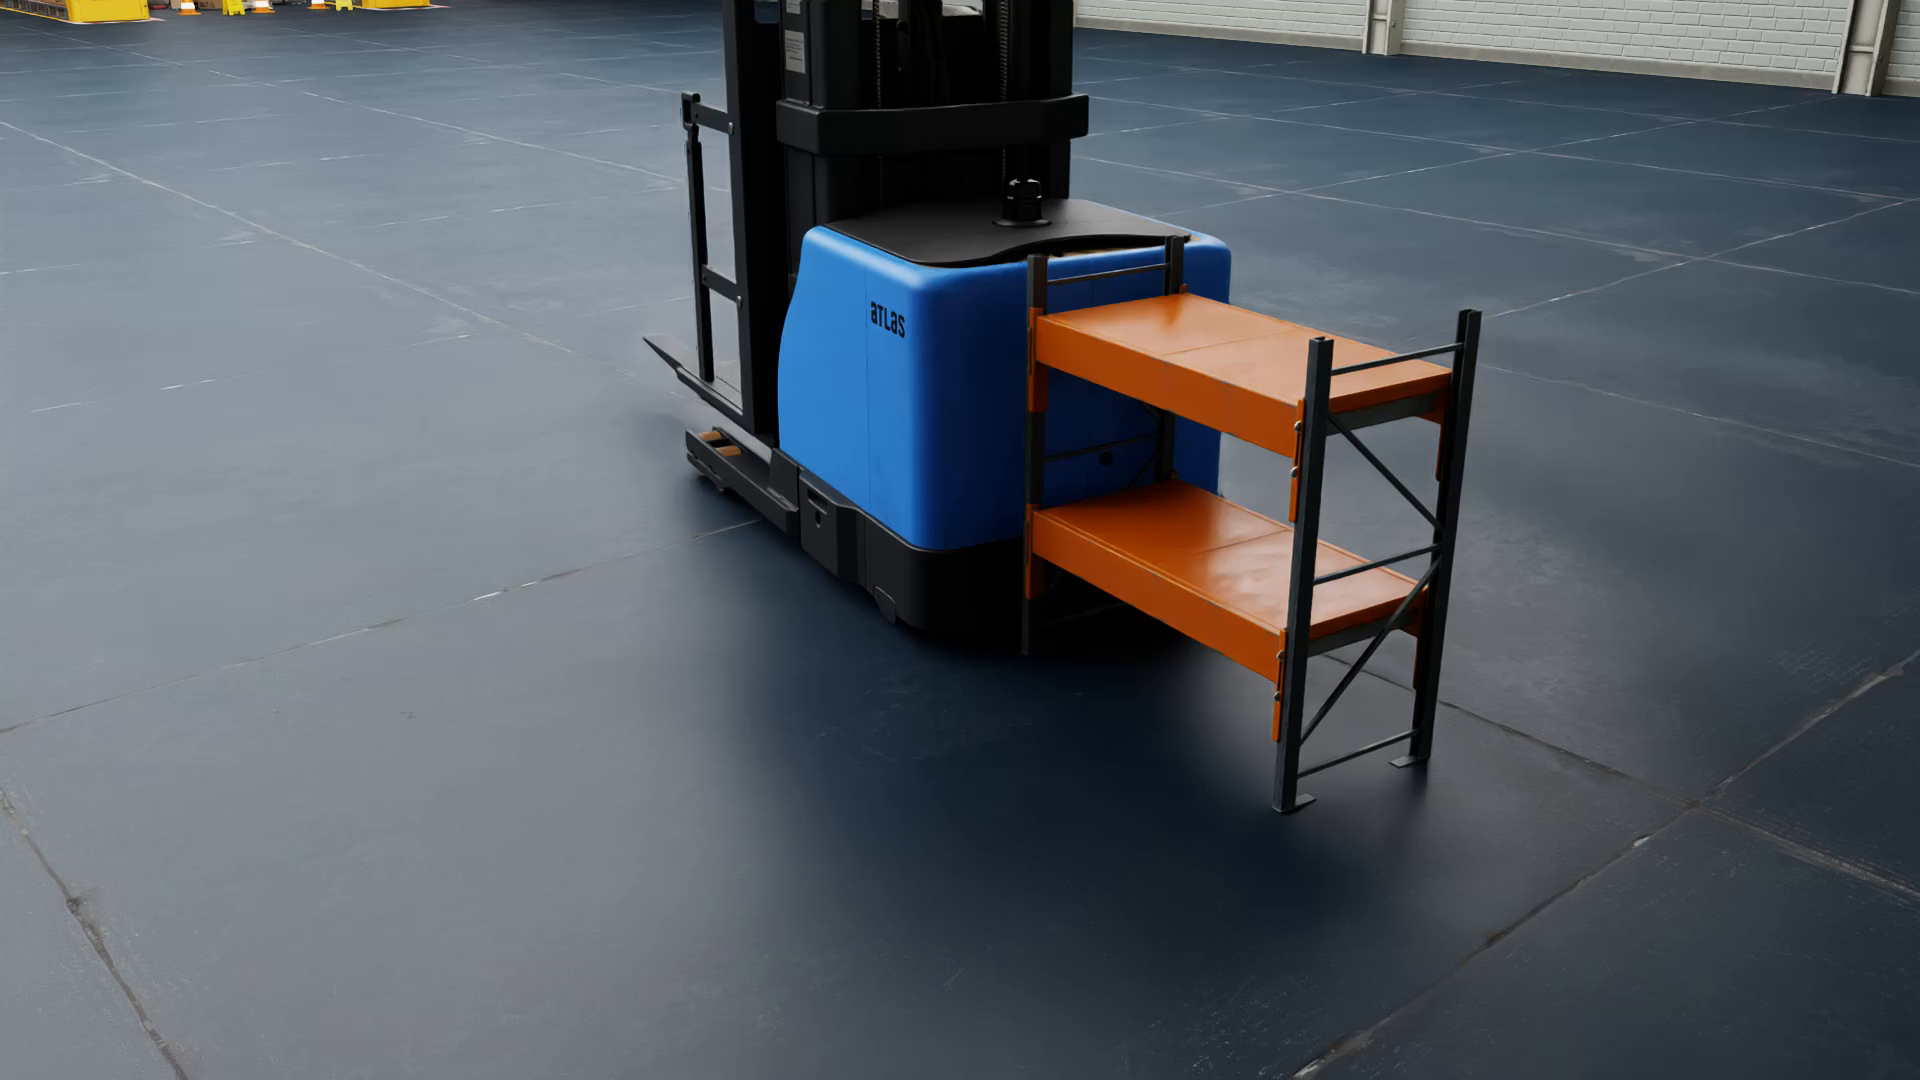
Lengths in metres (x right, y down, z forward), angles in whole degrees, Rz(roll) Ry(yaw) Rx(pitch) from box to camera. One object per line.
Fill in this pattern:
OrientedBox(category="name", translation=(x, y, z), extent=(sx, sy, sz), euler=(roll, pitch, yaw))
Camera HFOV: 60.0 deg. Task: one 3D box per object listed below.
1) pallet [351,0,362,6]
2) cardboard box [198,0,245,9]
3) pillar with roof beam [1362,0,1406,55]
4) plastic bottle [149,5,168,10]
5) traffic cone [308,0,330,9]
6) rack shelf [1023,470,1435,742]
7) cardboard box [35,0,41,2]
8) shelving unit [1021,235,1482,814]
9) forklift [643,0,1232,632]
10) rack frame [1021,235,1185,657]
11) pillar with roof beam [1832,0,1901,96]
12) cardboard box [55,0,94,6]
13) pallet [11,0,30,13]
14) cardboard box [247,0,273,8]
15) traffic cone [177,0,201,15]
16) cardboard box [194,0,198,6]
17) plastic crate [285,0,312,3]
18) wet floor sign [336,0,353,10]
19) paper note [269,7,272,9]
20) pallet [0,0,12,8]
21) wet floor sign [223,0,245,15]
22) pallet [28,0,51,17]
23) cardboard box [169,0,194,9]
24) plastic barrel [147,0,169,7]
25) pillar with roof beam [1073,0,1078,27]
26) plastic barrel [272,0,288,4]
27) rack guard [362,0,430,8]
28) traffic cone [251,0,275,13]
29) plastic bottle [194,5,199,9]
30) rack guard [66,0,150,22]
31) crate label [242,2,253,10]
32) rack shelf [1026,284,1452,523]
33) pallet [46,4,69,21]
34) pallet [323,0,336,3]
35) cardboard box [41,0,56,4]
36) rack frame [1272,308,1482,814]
OrientedBox(category="pallet", translation=(-10.795, -10.077, 30.923), extent=(1.003, 0.211, 1.213), euler=(-17, 27, -37))
OrientedBox(category="cardboard box", translation=(-13.307, -9.842, 29.922), extent=(0.637, 0.503, 0.797), euler=(3, 22, 9))
OrientedBox(category="pillar with roof beam", translation=(2.232, -9.507, 17.417), extent=(9.100, 9.000, 0.400), euler=(-17, 27, -37))
OrientedBox(category="plastic bottle", translation=(-14.284, -9.494, 29.639), extent=(0.133, 0.061, 0.283), euler=(12, 24, 27))
OrientedBox(category="traffic cone", translation=(-11.500, -9.752, 29.749), extent=(0.336, 0.463, 0.334), euler=(-17, 27, -37))
OrientedBox(category="rack shelf", translation=(0.668, 0.131, 4.278), extent=(0.538, 0.278, 1.000), euler=(-13, 25, -31))
OrientedBox(category="cardboard box", translation=(-15.588, -9.788, 28.700), extent=(0.875, 0.875, 0.875), euler=(-17, 27, -37))
OrientedBox(category="shelving unit", translation=(0.668, -0.097, 4.189), extent=(0.538, 1.125, 1.048), euler=(-13, 25, -31))
OrientedBox(category="forklift", translation=(-0.346, -1.604, 5.561), extent=(1.130, 2.935, 3.031), euler=(-11, 24, -26))
OrientedBox(category="rack frame", translation=(0.390, -0.252, 4.585), extent=(0.500, 1.125, 0.032), euler=(-13, 25, -31))
OrientedBox(category="pillar with roof beam", translation=(6.149, -7.849, 13.185), extent=(9.100, 9.000, 0.400), euler=(-17, 27, -37))
OrientedBox(category="cardboard box", translation=(-14.419, -9.293, 27.436), extent=(0.875, 0.875, 0.875), euler=(-17, 27, -37))
OrientedBox(category="pallet", translation=(-16.100, -9.493, 29.433), extent=(1.003, 0.211, 1.213), euler=(-17, 27, -37))
OrientedBox(category="cardboard box", translation=(-12.628, -9.675, 29.983), extent=(0.380, 0.149, 0.250), euler=(-4, 22, -10))
OrientedBox(category="traffic cone", translation=(-13.197, -9.219, 28.387), extent=(0.336, 0.463, 0.334), euler=(-17, 27, -37))
OrientedBox(category="cardboard box", translation=(-13.923, -10.162, 30.552), extent=(0.797, 0.637, 0.503), euler=(-17, 27, -37))
OrientedBox(category="plastic crate", translation=(-12.450, -10.238, 31.515), extent=(0.583, 0.080, 0.402), euler=(12, 24, 27))
OrientedBox(category="wet floor sign", translation=(-10.929, -9.718, 29.412), extent=(0.267, 0.644, 0.232), euler=(-8, 23, -19))
OrientedBox(category="paper note", translation=(-12.367, -9.527, 29.765), extent=(0.142, 0.019, 0.148), euler=(12, 24, 27))
OrientedBox(category="pallet", translation=(-17.098, -9.917, 30.515), extent=(1.003, 0.211, 1.213), euler=(-17, 27, -37))
OrientedBox(category="wet floor sign", translation=(-12.407, -9.283, 28.299), extent=(0.232, 0.644, 0.267), euler=(17, 27, 36))
OrientedBox(category="pallet", translation=(-15.300, -9.156, 28.572), extent=(1.003, 0.211, 1.213), euler=(-17, 27, -37))
OrientedBox(category="cardboard box", translation=(-14.020, -9.711, 29.914), extent=(0.396, 0.266, 0.258), euler=(-12, 25, -28))
OrientedBox(category="plastic barrel", translation=(-14.635, -9.873, 30.110), extent=(0.512, 0.421, 0.421), euler=(0, 21, -1))
OrientedBox(category="pillar with roof beam", translation=(-1.684, -11.165, 21.650), extent=(9.100, 9.000, 0.400), euler=(-17, 27, -37))
OrientedBox(category="plastic barrel", translation=(-12.737, -10.132, 30.773), extent=(0.512, 0.421, 0.421), euler=(0, 21, -1))
OrientedBox(category="rack guard", translation=(-10.292, -9.979, 30.276), extent=(1.175, 0.500, 0.348), euler=(-17, 27, -37))
OrientedBox(category="traffic cone", translation=(-12.119, -9.394, 28.834), extent=(0.336, 0.463, 0.334), euler=(-17, 27, -37))
OrientedBox(category="plastic bottle", translation=(-13.713, -9.497, 29.648), extent=(0.283, 0.061, 0.133), euler=(12, 24, 27))
OrientedBox(category="rack guard", translation=(-13.911, -8.745, 27.126), extent=(1.175, 0.500, 0.348), euler=(-17, 27, -37))
OrientedBox(category="crate label", translation=(-12.679, -9.445, 29.410), extent=(0.298, 0.136, 0.250), euler=(7, 23, 18))
OrientedBox(category="rack shelf", translation=(0.668, -0.369, 4.082), extent=(0.538, 0.278, 1.000), euler=(-13, 25, -31))
OrientedBox(category="pallet", translation=(-14.507, -8.819, 27.712), extent=(1.003, 0.211, 1.213), euler=(-17, 27, -37))
OrientedBox(category="pallet", translation=(-11.587, -10.414, 31.784), extent=(1.003, 0.211, 1.213), euler=(-17, 27, -37))
OrientedBox(category="cardboard box", translation=(-14.995, -9.536, 28.055), extent=(0.875, 0.875, 0.875), euler=(-18, 28, -38))
OrientedBox(category="rack frame", translation=(0.946, 0.058, 3.792), extent=(0.500, 1.125, 0.032), euler=(-13, 25, -31))
